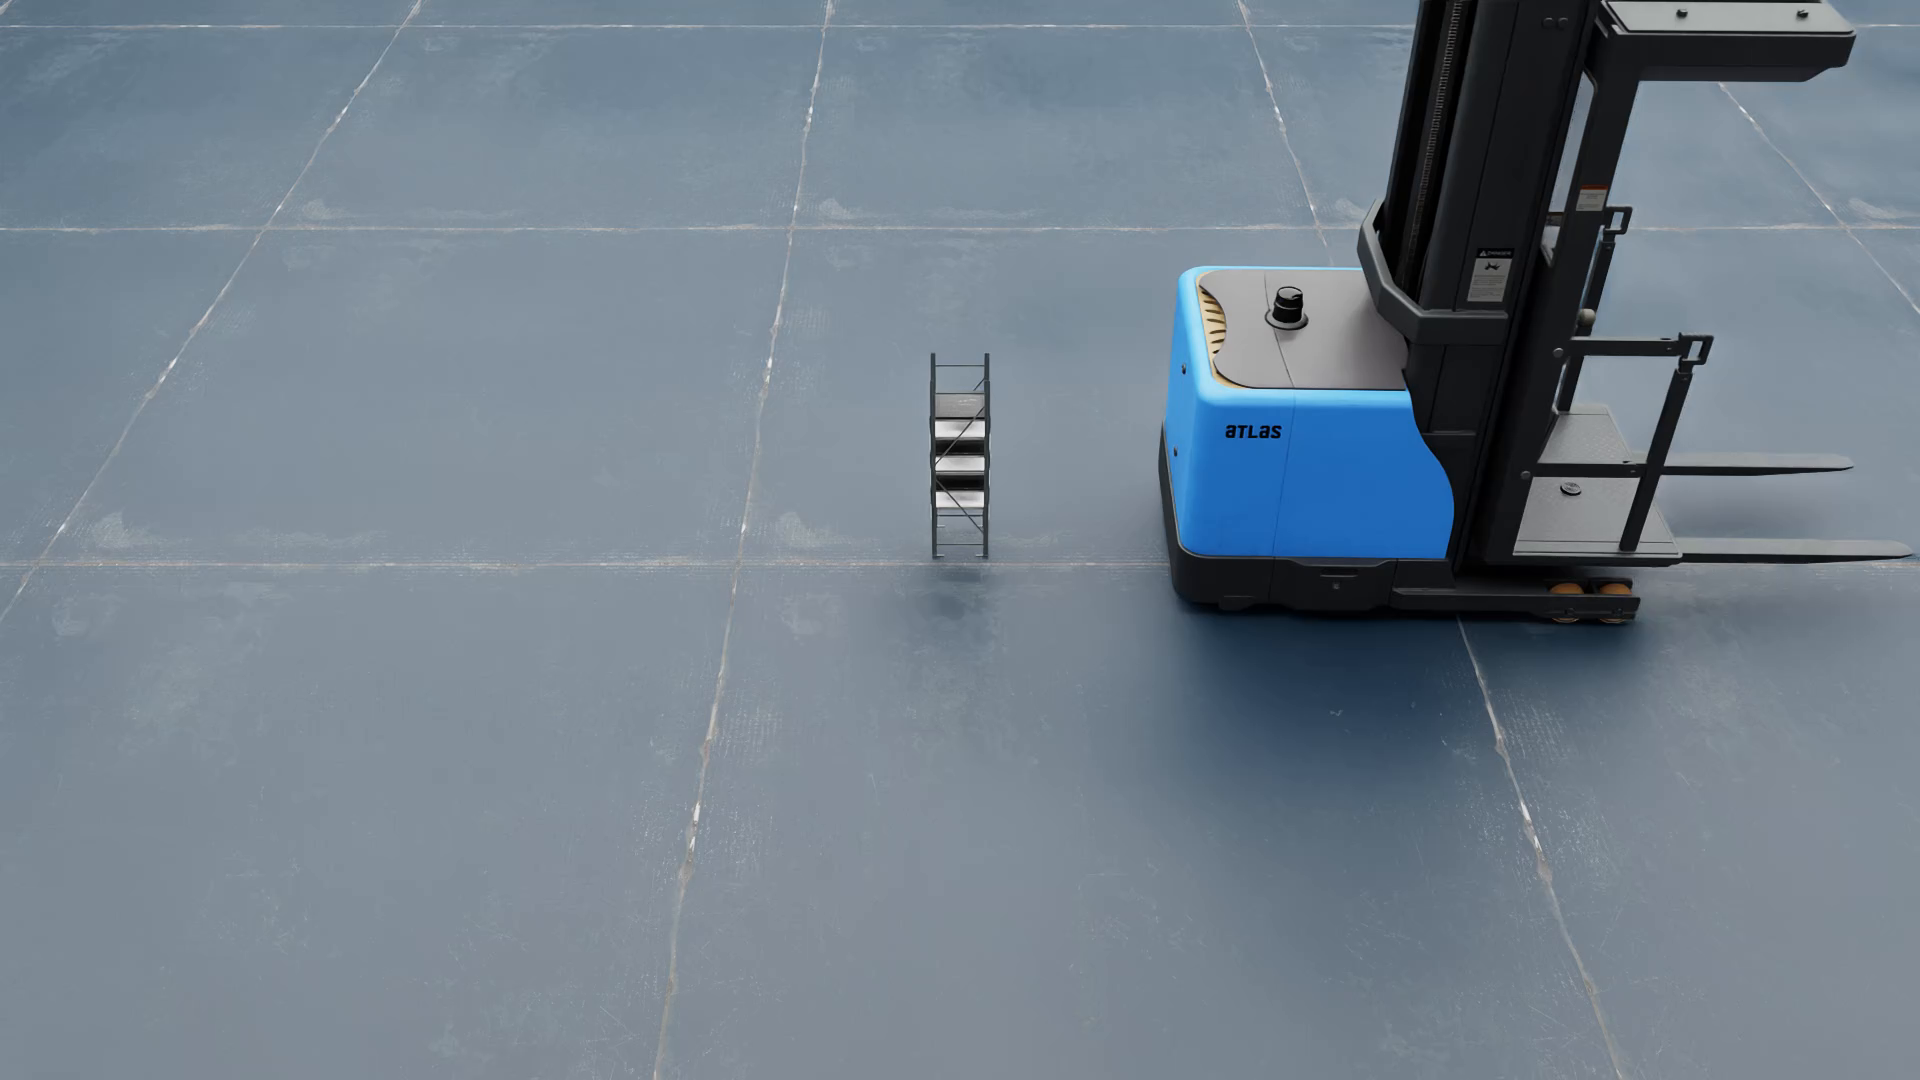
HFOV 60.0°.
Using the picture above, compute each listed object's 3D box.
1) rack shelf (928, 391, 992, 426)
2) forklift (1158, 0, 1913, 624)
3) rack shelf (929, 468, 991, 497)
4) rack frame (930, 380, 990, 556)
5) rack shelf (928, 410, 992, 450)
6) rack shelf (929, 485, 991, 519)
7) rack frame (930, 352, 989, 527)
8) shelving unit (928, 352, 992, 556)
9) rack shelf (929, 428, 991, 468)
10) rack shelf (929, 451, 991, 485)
[{"bbox_3d":[0.000,-0.531,6.814,0.258,0.077,0.200,0,39,0],"label":"rack shelf"},{"bbox_3d":[2.406,-1.140,6.328,3.031,2.935,1.130,1,39,1],"label":"forklift"},{"bbox_3d":[0.000,-0.250,7.039,0.258,0.077,0.200,0,39,0],"label":"rack shelf"},{"bbox_3d":[0.000,-0.282,6.883,0.240,0.900,0.006,0,39,0],"label":"rack frame"},{"bbox_3d":[0.000,-0.461,6.871,0.258,0.077,0.200,0,39,0],"label":"rack shelf"},{"bbox_3d":[0.000,-0.180,7.096,0.258,0.077,0.200,0,39,0],"label":"rack shelf"},{"bbox_3d":[0.000,-0.410,7.042,0.240,0.900,0.006,0,39,0],"label":"rack frame"},{"bbox_3d":[0.000,-0.346,6.962,0.258,0.900,0.210,0,39,0],"label":"shelving unit"},{"bbox_3d":[0.000,-0.390,6.927,0.258,0.077,0.200,0,39,0],"label":"rack shelf"},{"bbox_3d":[0.000,-0.320,6.983,0.258,0.077,0.200,0,39,0],"label":"rack shelf"}]
